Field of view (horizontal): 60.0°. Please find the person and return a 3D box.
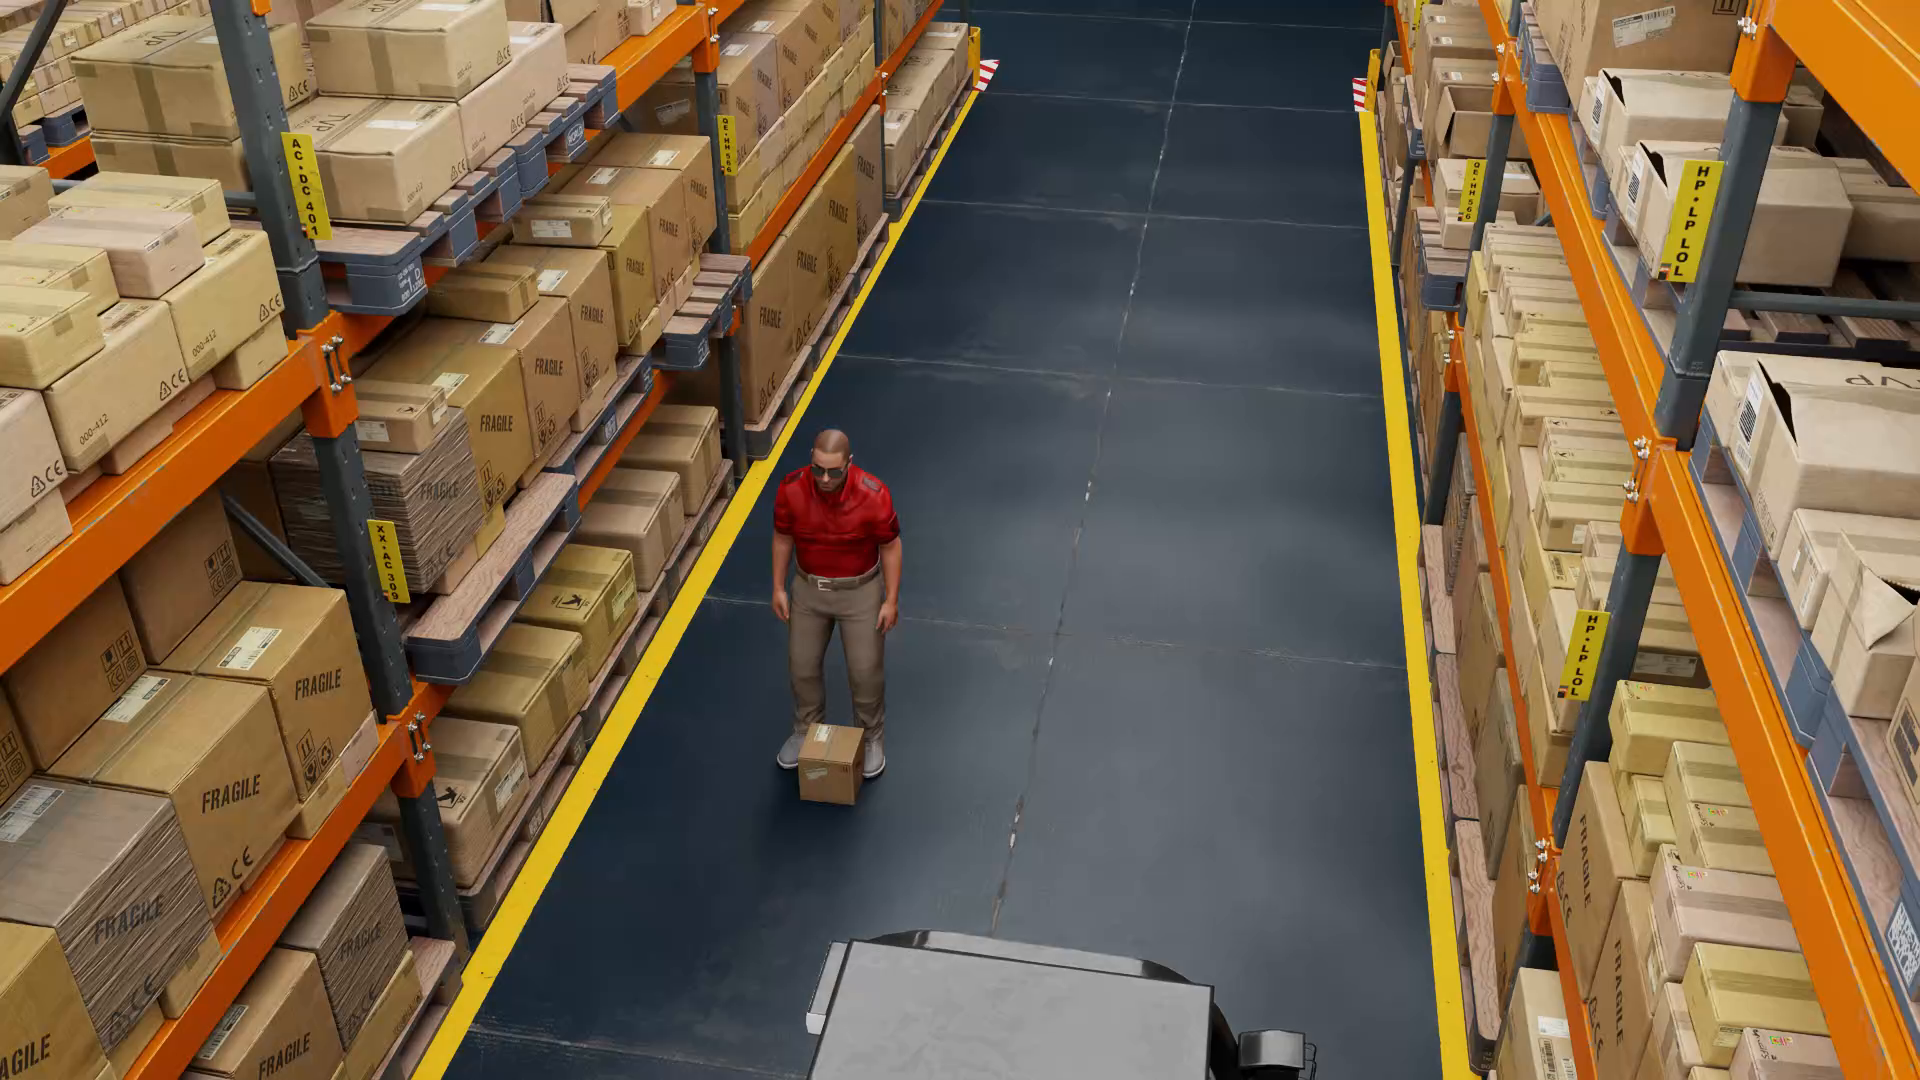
[{"bbox_3d":[-0.549,0.256,7.358,0.584,1.726,0.399,5,33,8],"label":"person"}]
